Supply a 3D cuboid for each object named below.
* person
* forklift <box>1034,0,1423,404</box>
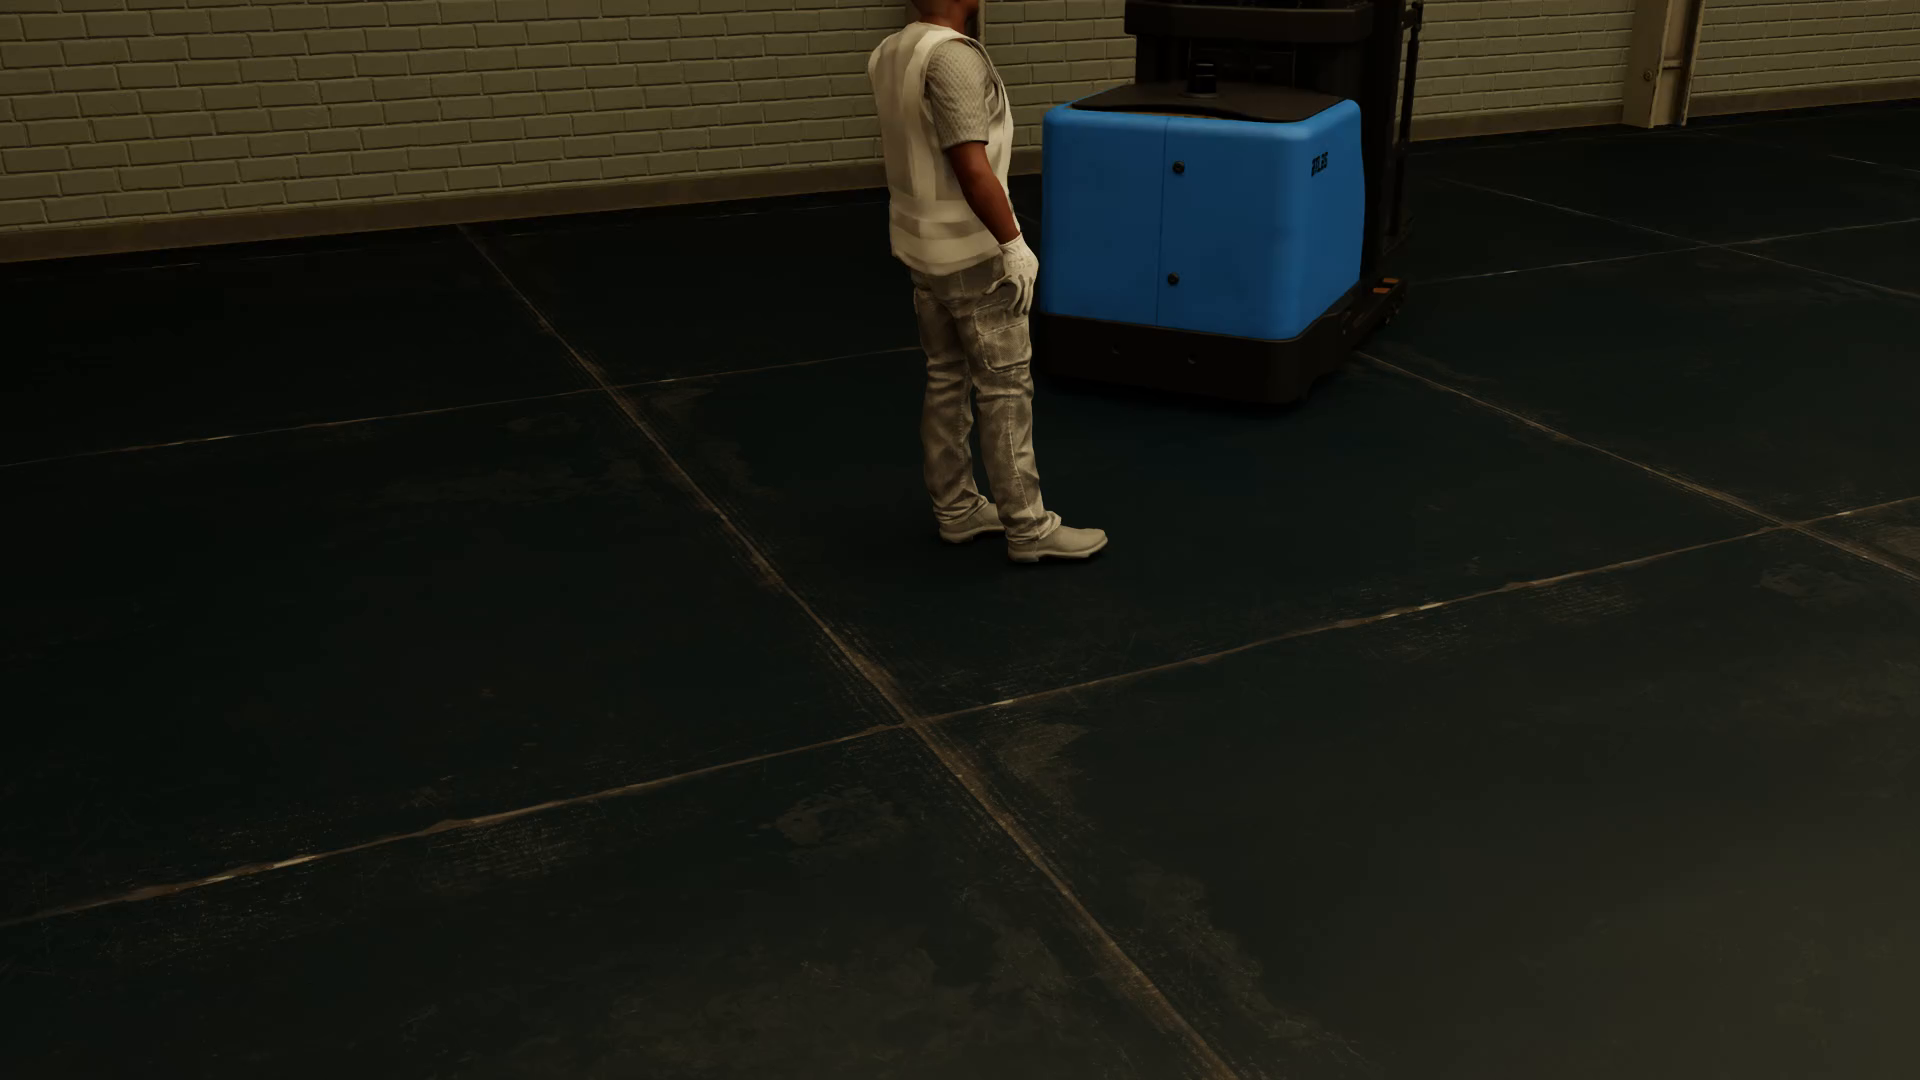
[{"bbox_3d":[0.069,-0.839,4.784,0.575,1.784,0.656,-10,25,-23],"label":"person"},{"bbox_3d":[1.391,-2.383,7.021,1.130,2.935,3.031,11,25,24],"label":"forklift"}]
